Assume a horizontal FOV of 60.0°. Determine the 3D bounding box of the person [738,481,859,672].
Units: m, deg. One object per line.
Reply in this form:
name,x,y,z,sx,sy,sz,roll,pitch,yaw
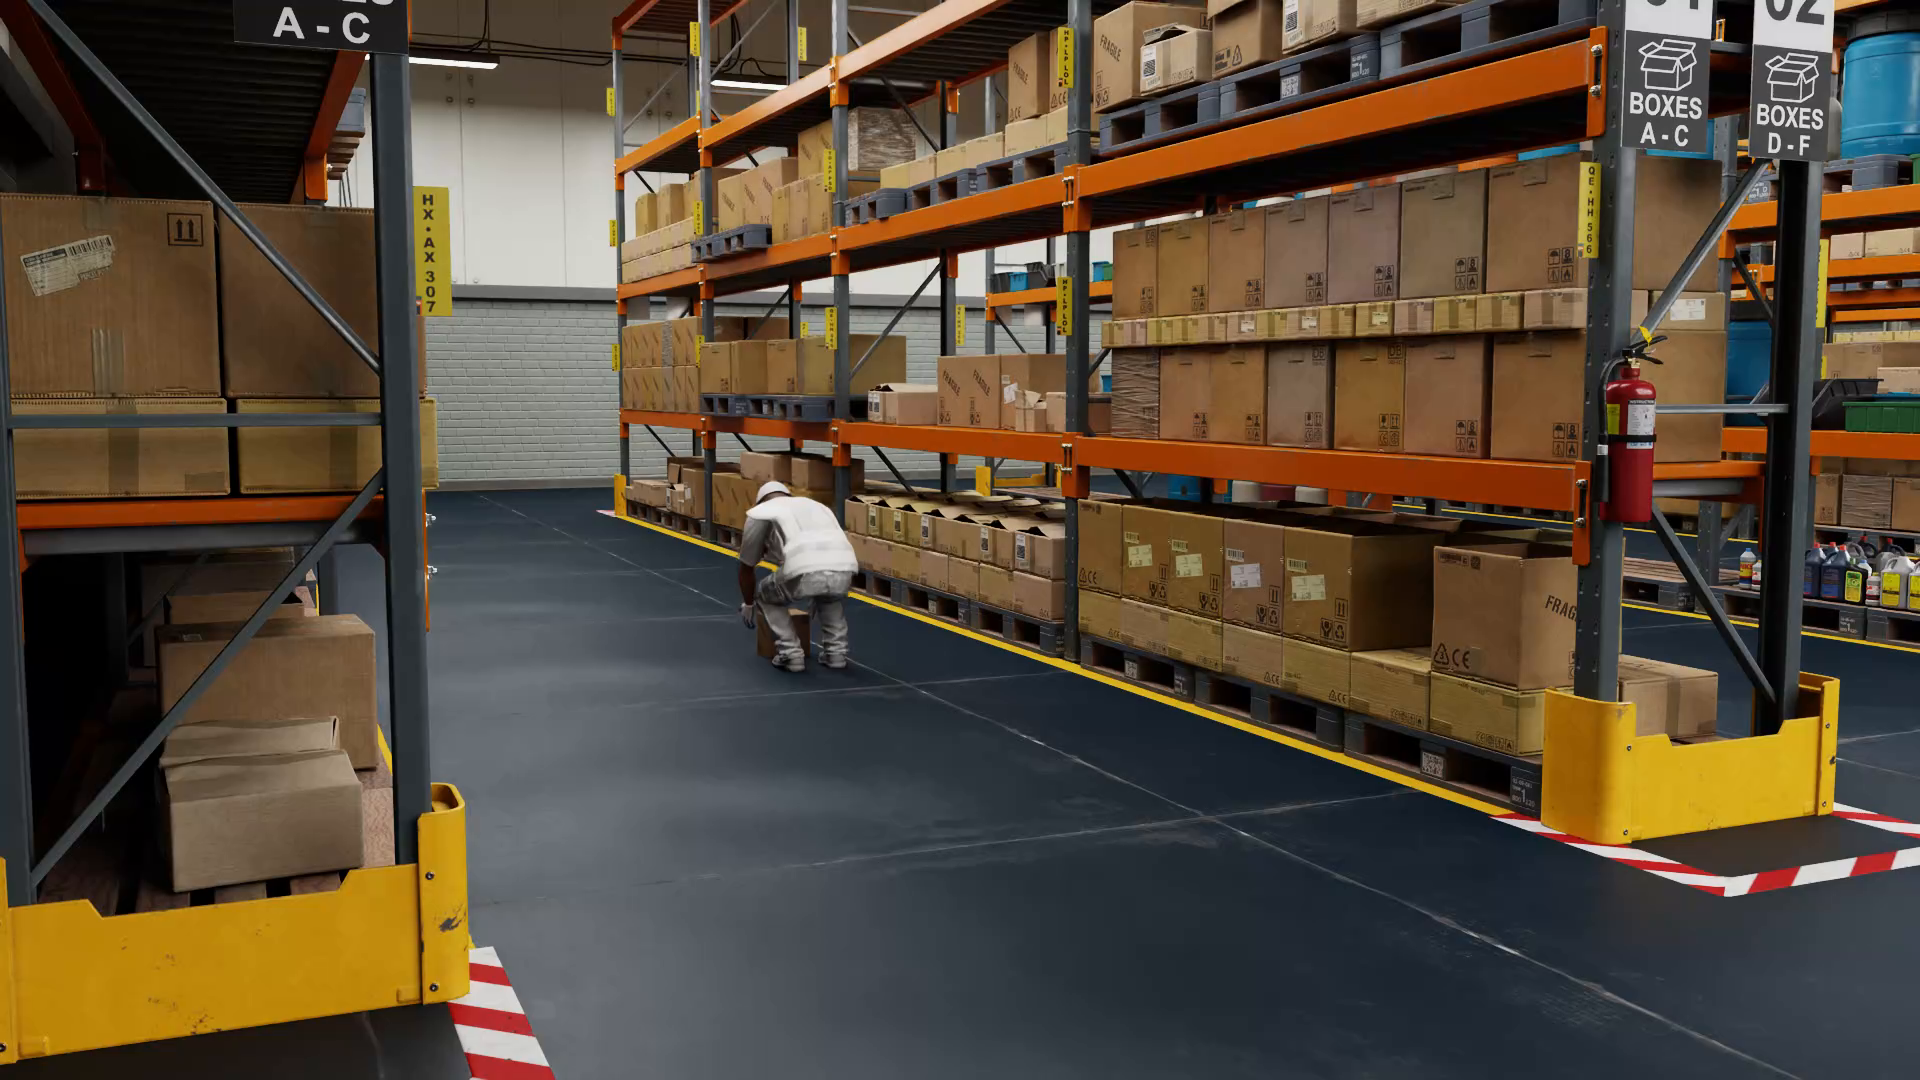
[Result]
person,-0.934,0.200,9.497,0.584,1.038,0.895,-2,6,-24
